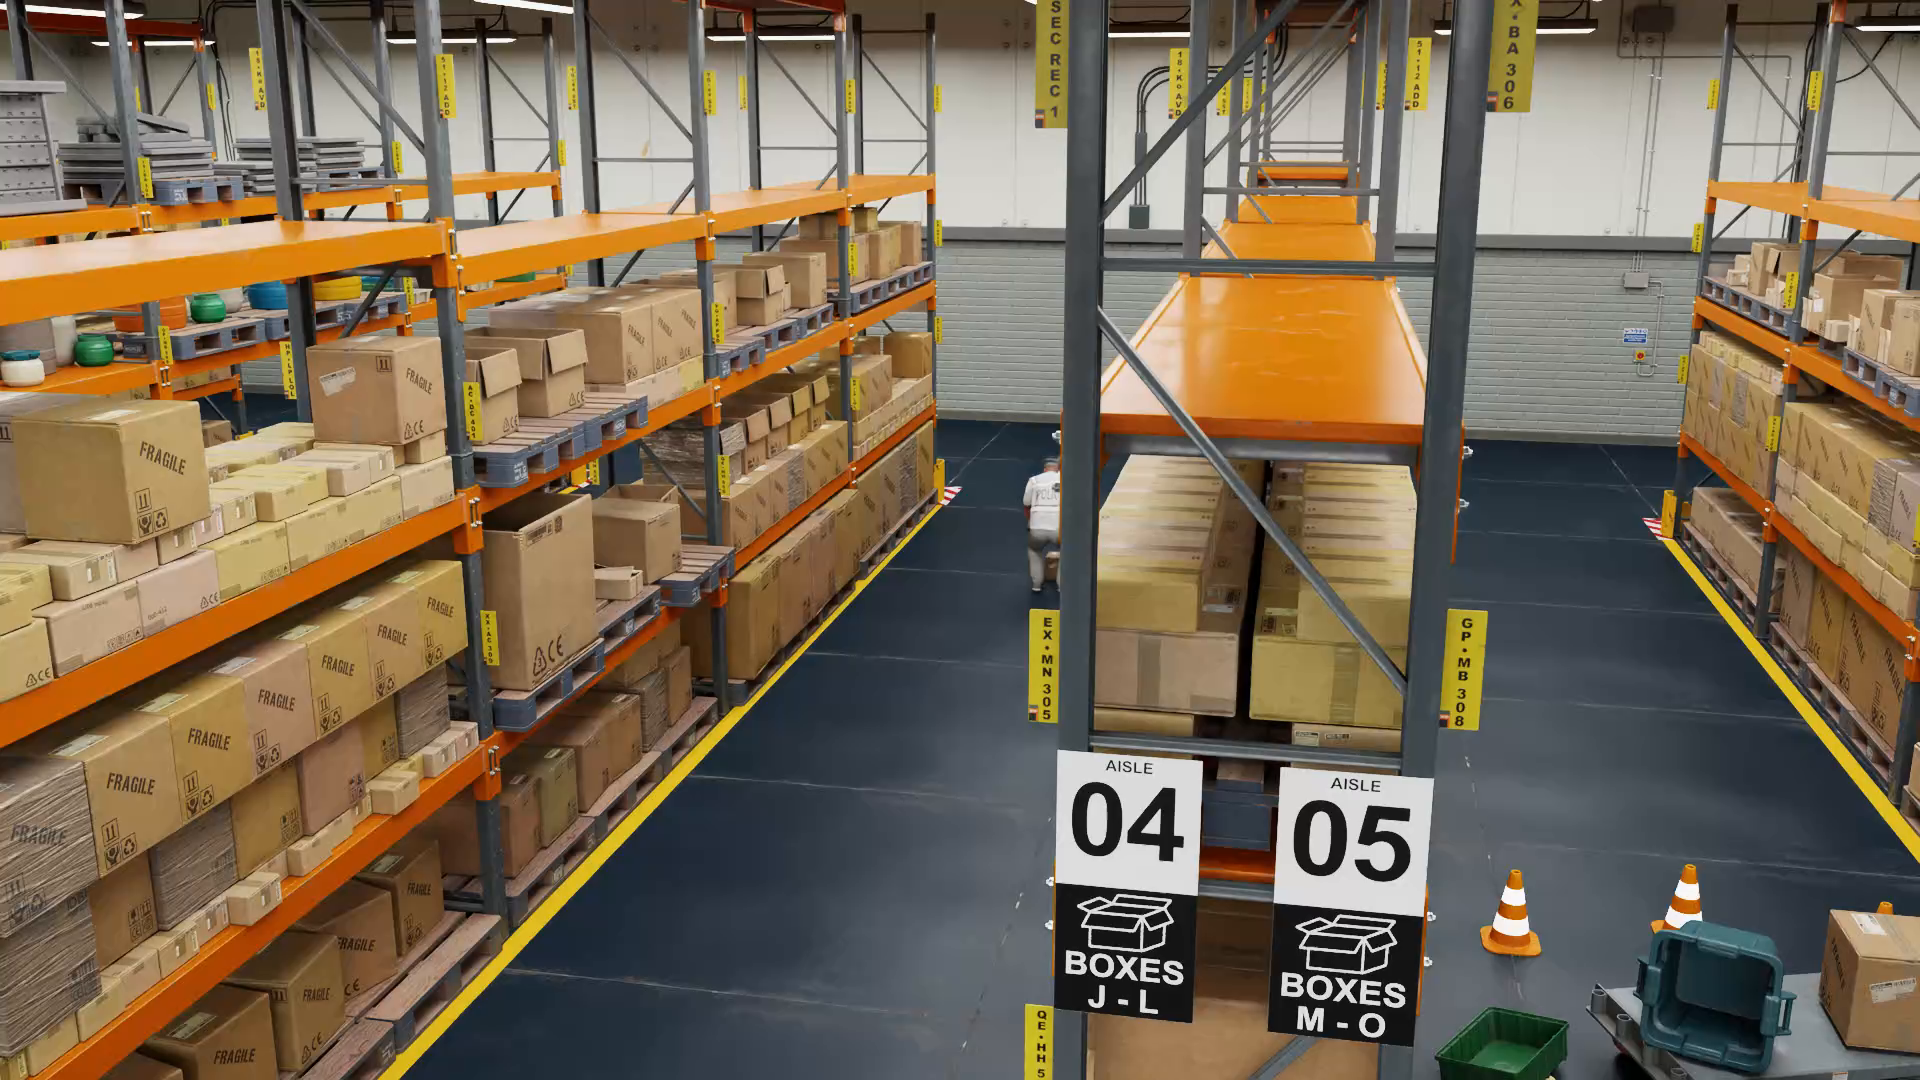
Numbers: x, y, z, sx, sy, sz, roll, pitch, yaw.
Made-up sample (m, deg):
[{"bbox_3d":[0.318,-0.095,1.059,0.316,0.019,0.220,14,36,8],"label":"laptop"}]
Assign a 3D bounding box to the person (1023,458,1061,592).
[{"bbox_3d":[0.933,-0.150,17.386,0.589,1.351,0.841,3,15,11],"label":"person"}]
